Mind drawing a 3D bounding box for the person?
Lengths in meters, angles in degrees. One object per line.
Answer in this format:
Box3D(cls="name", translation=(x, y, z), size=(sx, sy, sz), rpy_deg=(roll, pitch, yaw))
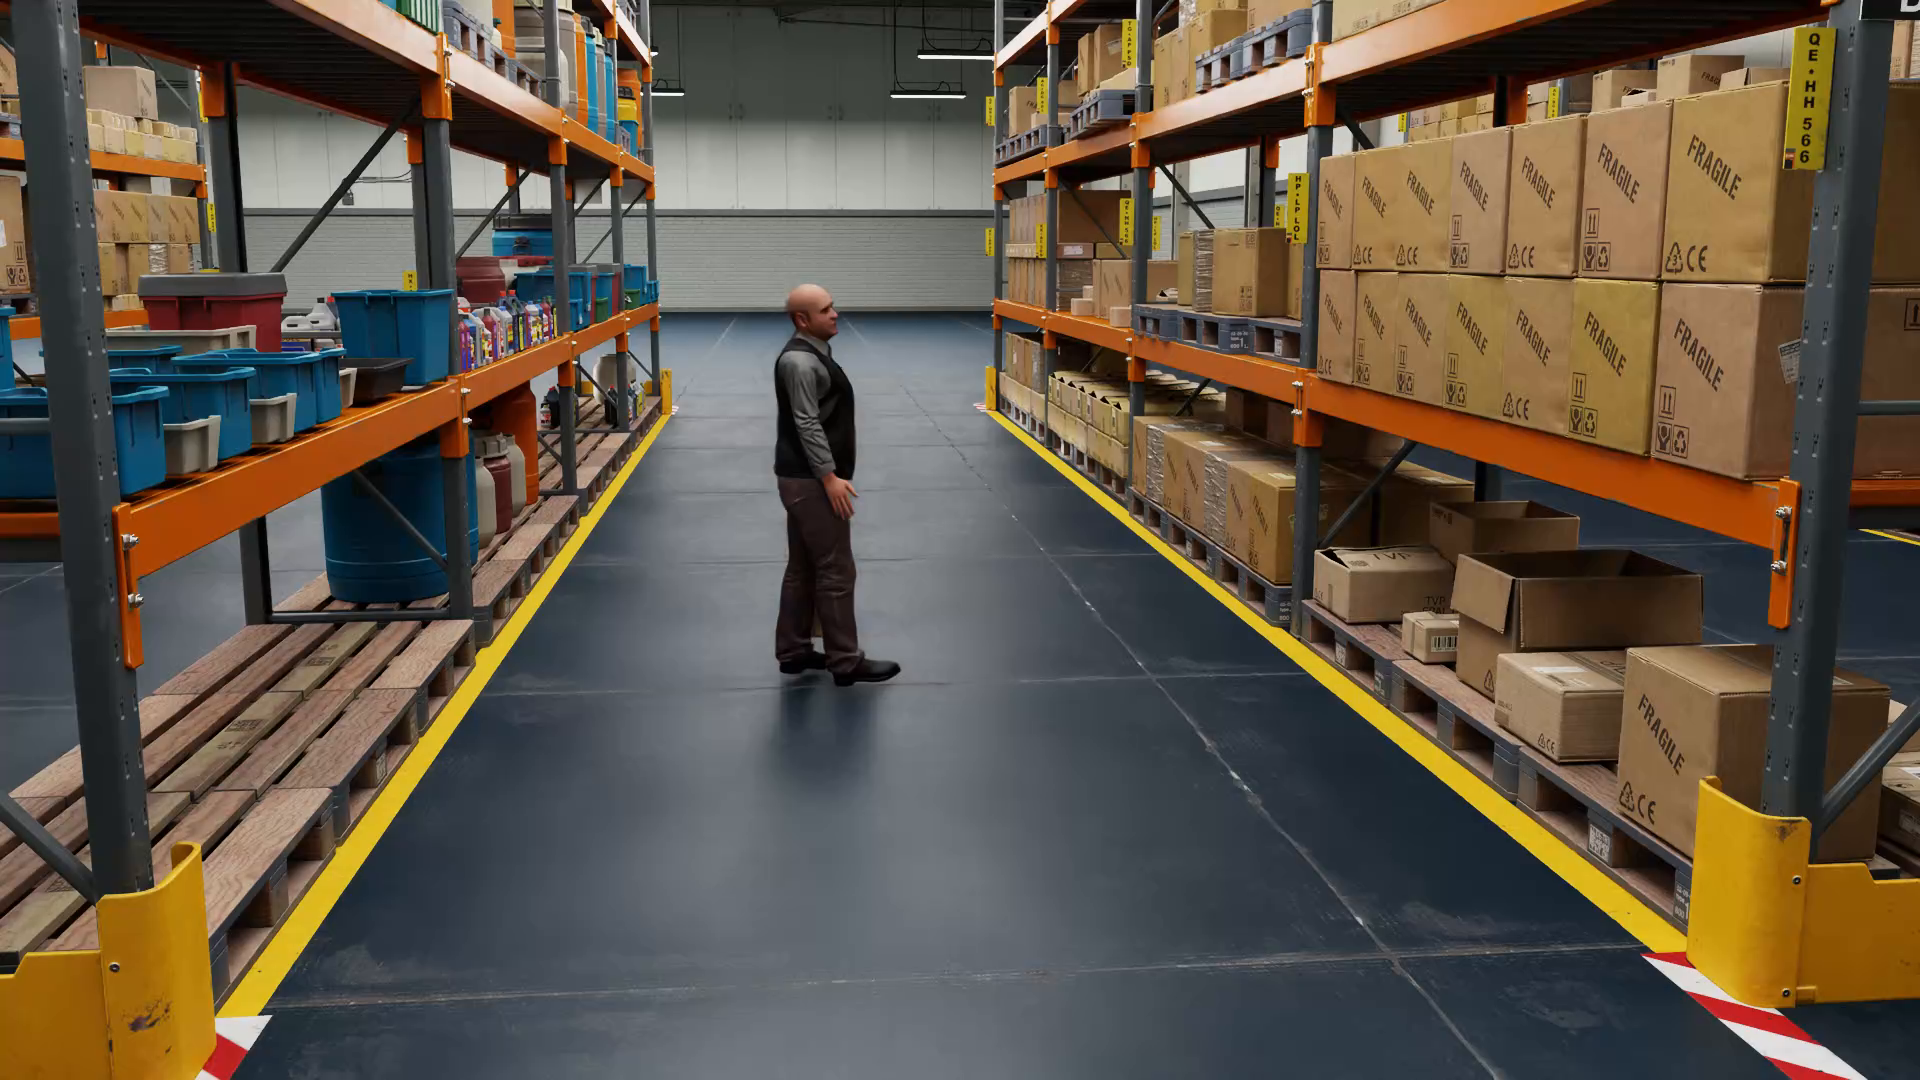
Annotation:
Box3D(cls="person", translation=(-0.542, -0.240, 7.213), size=(0.550, 1.724, 0.600), rpy_deg=(-1, 10, -6))
